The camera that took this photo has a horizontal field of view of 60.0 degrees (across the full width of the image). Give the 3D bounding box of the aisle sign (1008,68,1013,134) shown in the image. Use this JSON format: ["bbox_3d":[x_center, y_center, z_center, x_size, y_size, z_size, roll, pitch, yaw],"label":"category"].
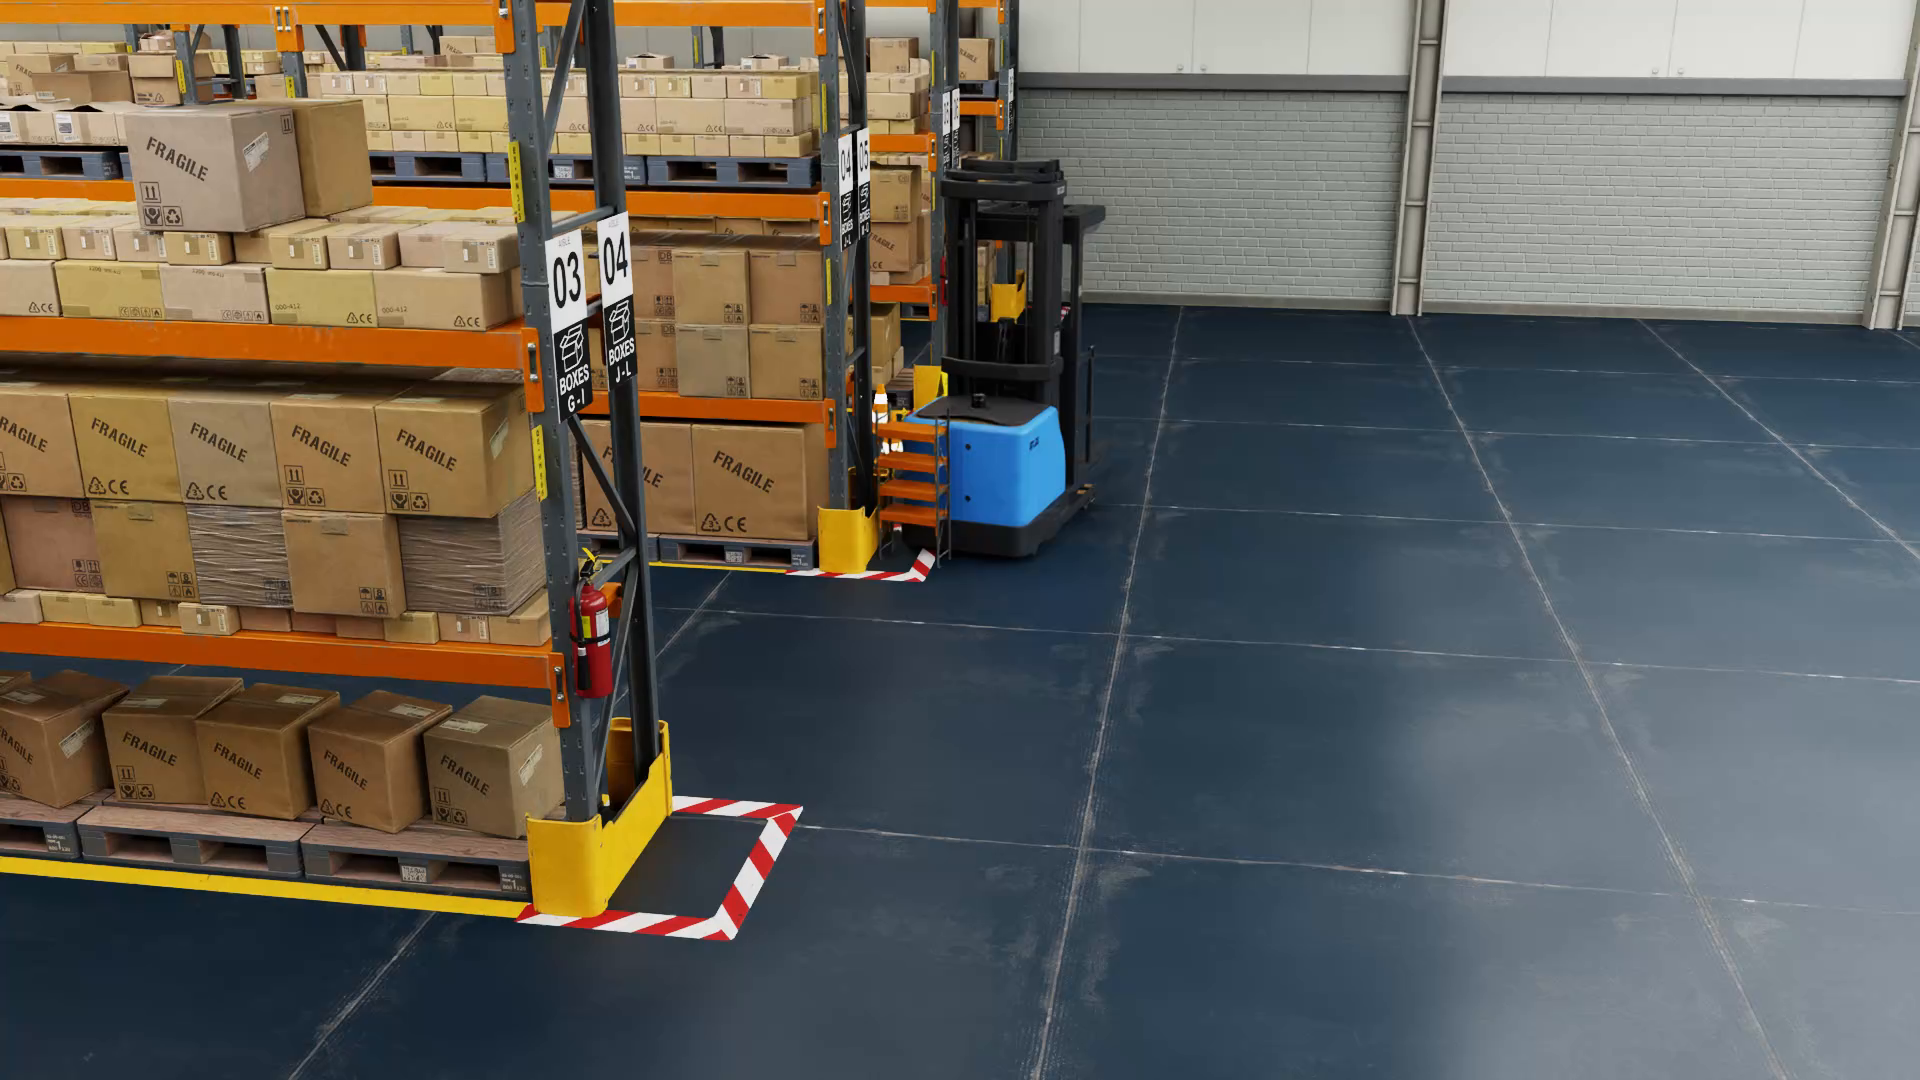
[{"bbox_3d":[0.650,-5.604,21.228,0.004,0.787,0.394,3,19,9],"label":"aisle sign"}]

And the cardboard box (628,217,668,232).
[{"bbox_3d":[-3.212,-3.174,17.435,0.500,0.500,0.500,3,19,8],"label":"cardboard box"}]

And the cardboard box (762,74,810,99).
[{"bbox_3d":[-1.224,-3.194,11.715,0.250,0.149,0.380,3,19,9],"label":"cardboard box"}]

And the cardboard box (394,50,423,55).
[{"bbox_3d":[-7.587,-6.656,22.880,0.250,0.149,0.380,2,19,7],"label":"cardboard box"}]

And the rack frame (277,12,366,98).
[{"bbox_3d":[-4.787,-4.402,12.277,0.127,3.000,1.000,3,19,9],"label":"rack frame"}]

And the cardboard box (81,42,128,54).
[{"bbox_3d":[-11.753,-6.750,23.002,0.500,0.250,0.500,3,19,9],"label":"cardboard box"}]

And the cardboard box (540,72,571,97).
[{"bbox_3d":[-2.979,-3.284,11.982,0.250,0.149,0.380,3,19,8],"label":"cardboard box"}]

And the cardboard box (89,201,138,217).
[{"bbox_3d":[-4.005,-1.558,8.113,0.250,0.149,0.380,4,19,11],"label":"cardboard box"}]

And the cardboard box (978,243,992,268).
[{"bbox_3d":[0.127,-3.761,21.913,0.500,0.250,0.500,4,19,10],"label":"cardboard box"}]

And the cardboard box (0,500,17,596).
[{"bbox_3d":[-4.751,-0.118,8.303,0.500,0.500,0.875,3,19,9],"label":"cardboard box"}]

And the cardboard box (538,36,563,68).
[{"bbox_3d":[-5.586,-6.422,22.064,0.500,0.500,0.500,3,19,10],"label":"cardboard box"}]

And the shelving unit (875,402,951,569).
[{"bbox_3d":[-0.352,-0.413,12.639,0.503,1.200,0.258,8,21,22],"label":"shelving unit"}]

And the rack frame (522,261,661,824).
[{"bbox_3d":[-1.724,0.193,7.998,0.127,3.000,1.000,3,19,9],"label":"rack frame"}]

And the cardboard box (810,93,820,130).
[{"bbox_3d":[-1.273,-3.199,12.358,0.500,0.250,0.500,3,19,9],"label":"cardboard box"}]

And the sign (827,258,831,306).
[{"bbox_3d":[-0.937,-1.848,11.900,0.005,0.325,0.100,3,19,9],"label":"sign"}]

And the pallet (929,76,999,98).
[{"bbox_3d":[-0.063,-5.891,21.594,1.213,0.211,1.003,3,19,9],"label":"pallet"}]

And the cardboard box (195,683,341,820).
[{"bbox_3d":[-3.549,1.086,8.607,0.500,0.500,0.500,5,19,14],"label":"cardboard box"}]

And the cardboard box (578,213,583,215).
[{"bbox_3d":[-3.702,-3.685,17.388,0.500,0.500,0.700,3,19,8],"label":"cardboard box"}]

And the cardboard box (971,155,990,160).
[{"bbox_3d":[0.244,-4.915,21.616,0.250,0.149,0.380,3,19,9],"label":"cardboard box"}]

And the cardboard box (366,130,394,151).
[{"bbox_3d":[-4.225,-2.970,12.300,0.250,0.149,0.380,3,19,9],"label":"cardboard box"}]

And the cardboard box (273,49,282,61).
[{"bbox_3d":[-9.376,-6.714,23.021,0.250,0.149,0.380,3,19,10],"label":"cardboard box"}]

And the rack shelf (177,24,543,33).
[{"bbox_3d":[-6.076,-5.528,17.405,4.000,0.370,1.077,3,19,9],"label":"rack shelf"}]

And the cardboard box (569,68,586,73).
[{"bbox_3d":[-2.876,-3.490,12.599,0.250,0.149,0.380,3,19,9],"label":"cardboard box"}]

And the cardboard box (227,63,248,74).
[{"bbox_3d":[-9.727,-6.415,22.596,0.250,0.149,0.380,3,19,10],"label":"cardboard box"}]

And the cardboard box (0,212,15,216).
[{"bbox_3d":[-4.614,-1.424,7.713,0.250,0.149,0.380,3,19,10],"label":"cardboard box"}]

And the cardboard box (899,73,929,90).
[{"bbox_3d":[-0.471,-4.675,16.959,0.250,0.149,0.380,3,19,8],"label":"cardboard box"}]

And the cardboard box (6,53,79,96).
[{"bbox_3d":[-9.837,-4.981,17.915,0.500,0.500,0.500,3,19,9],"label":"cardboard box"}]

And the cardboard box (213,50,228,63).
[{"bbox_3d":[-9.953,-6.593,22.660,0.250,0.149,0.380,3,19,9],"label":"cardboard box"}]

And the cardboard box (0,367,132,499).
[{"bbox_3d":[-4.282,-0.518,7.923,0.500,0.500,0.500,3,19,9],"label":"cardboard box"}]

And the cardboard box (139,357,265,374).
[{"bbox_3d":[-3.705,-0.658,8.339,0.500,0.500,0.500,3,19,9],"label":"cardboard box"}]

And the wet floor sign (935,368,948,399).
[{"bbox_3d":[-0.134,-1.450,16.620,0.232,0.644,0.267,10,21,27],"label":"wet floor sign"}]

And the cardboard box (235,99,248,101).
[{"bbox_3d":[-7.515,-4.591,17.781,0.258,0.266,0.396,3,19,9],"label":"cardboard box"}]

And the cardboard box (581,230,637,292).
[{"bbox_3d":[-2.831,-2.025,12.690,0.500,0.550,0.875,3,19,9],"label":"cardboard box"}]

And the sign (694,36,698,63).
[{"bbox_3d":[-3.394,-6.314,21.409,0.005,0.325,0.100,3,19,9],"label":"sign"}]

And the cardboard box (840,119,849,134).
[{"bbox_3d":[-1.057,-4.171,16.711,0.250,0.149,0.380,3,19,10],"label":"cardboard box"}]

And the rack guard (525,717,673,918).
[{"bbox_3d":[-1.799,1.375,8.406,0.348,0.500,1.175,3,19,9],"label":"rack guard"}]

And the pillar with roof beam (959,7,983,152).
[{"bbox_3d":[-0.596,-6.280,17.891,0.400,9.000,9.100,3,19,9],"label":"pillar with roof beam"}]

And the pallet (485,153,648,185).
[{"bbox_3d":[-2.780,-2.831,12.448,1.213,0.211,1.003,3,19,9],"label":"pallet"}]

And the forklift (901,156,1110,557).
[{"bbox_3d":[0.535,-1.688,13.730,1.130,2.935,3.031,7,20,19],"label":"forklift"}]

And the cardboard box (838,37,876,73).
[{"bbox_3d":[-1.411,-6.255,21.560,0.637,0.503,0.797,4,19,10],"label":"cardboard box"}]

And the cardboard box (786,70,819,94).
[{"bbox_3d":[-1.117,-3.400,12.330,0.250,0.149,0.380,3,19,9],"label":"cardboard box"}]

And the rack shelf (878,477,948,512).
[{"bbox_3d":[-0.352,-0.350,12.661,0.480,0.148,0.258,8,21,22],"label":"rack shelf"}]

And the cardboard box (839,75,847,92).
[{"bbox_3d":[-1.279,-4.578,16.671,0.250,0.149,0.380,3,19,9],"label":"cardboard box"}]

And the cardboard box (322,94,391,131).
[{"bbox_3d":[-4.349,-3.184,12.311,0.500,0.250,0.500,3,19,9],"label":"cardboard box"}]

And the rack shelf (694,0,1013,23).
[{"bbox_3d":[-1.343,-6.881,21.452,4.000,0.370,1.077,3,19,9],"label":"rack shelf"}]

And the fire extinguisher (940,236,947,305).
[{"bbox_3d":[-0.112,-2.725,16.841,0.183,0.674,0.296,3,19,9],"label":"fire extinguisher"}]

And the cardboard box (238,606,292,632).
[{"bbox_3d":[-3.275,0.305,8.060,0.250,0.149,0.380,3,19,9],"label":"cardboard box"}]

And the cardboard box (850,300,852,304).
[{"bbox_3d":[-1.445,-2.315,17.986,0.500,0.500,0.500,2,19,7],"label":"cardboard box"}]

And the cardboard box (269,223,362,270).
[{"bbox_3d":[-2.825,-1.298,7.335,0.250,0.149,0.380,3,19,9],"label":"cardboard box"}]

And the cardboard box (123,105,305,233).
[{"bbox_3d":[-3.295,-1.653,7.376,0.500,0.500,0.500,3,19,9],"label":"cardboard box"}]

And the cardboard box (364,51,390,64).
[{"bbox_3d":[-7.897,-6.522,22.479,0.250,0.149,0.380,2,19,7],"label":"cardboard box"}]

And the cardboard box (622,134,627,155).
[{"bbox_3d":[-2.474,-2.880,12.033,0.250,0.149,0.380,3,19,9],"label":"cardboard box"}]
